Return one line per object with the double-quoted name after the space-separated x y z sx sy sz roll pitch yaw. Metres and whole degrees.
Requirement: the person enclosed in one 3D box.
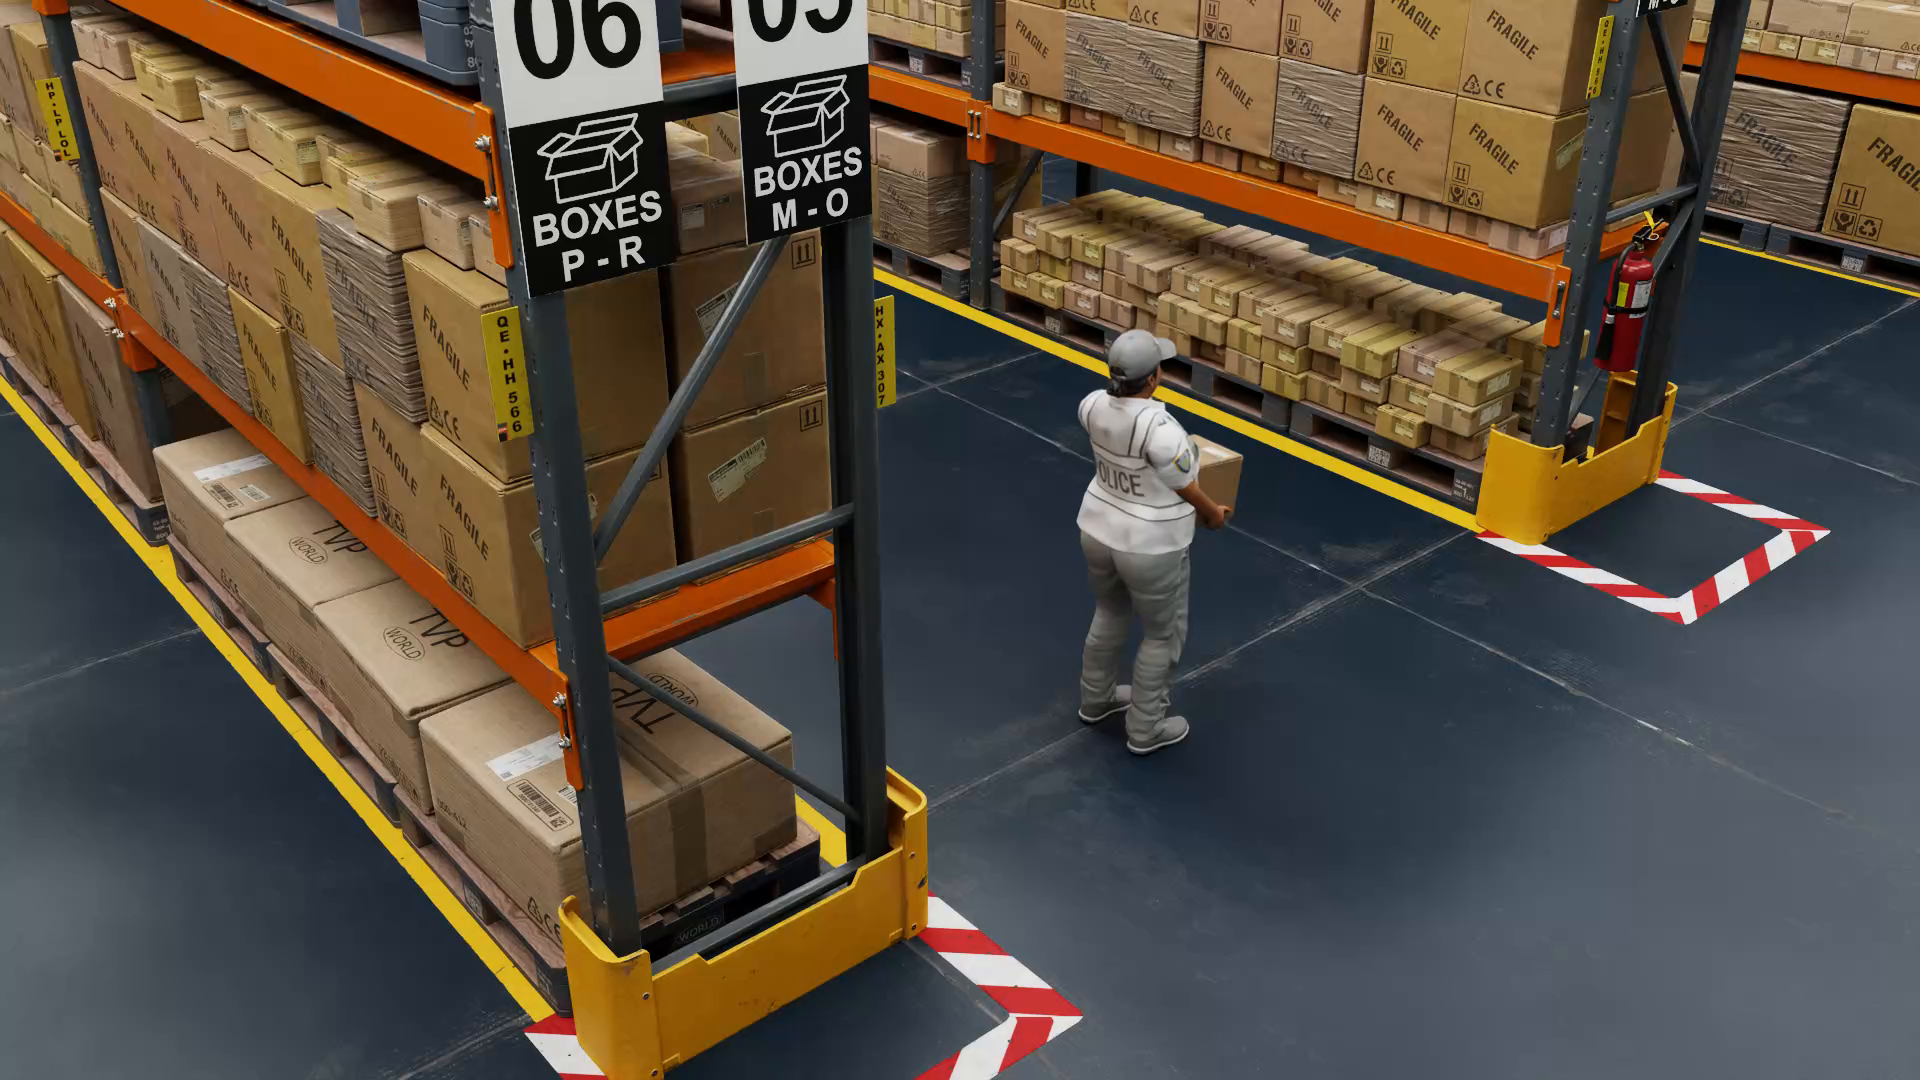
0.711 -0.019 6.168 0.541 1.656 0.455 -21 35 -34 "person"
